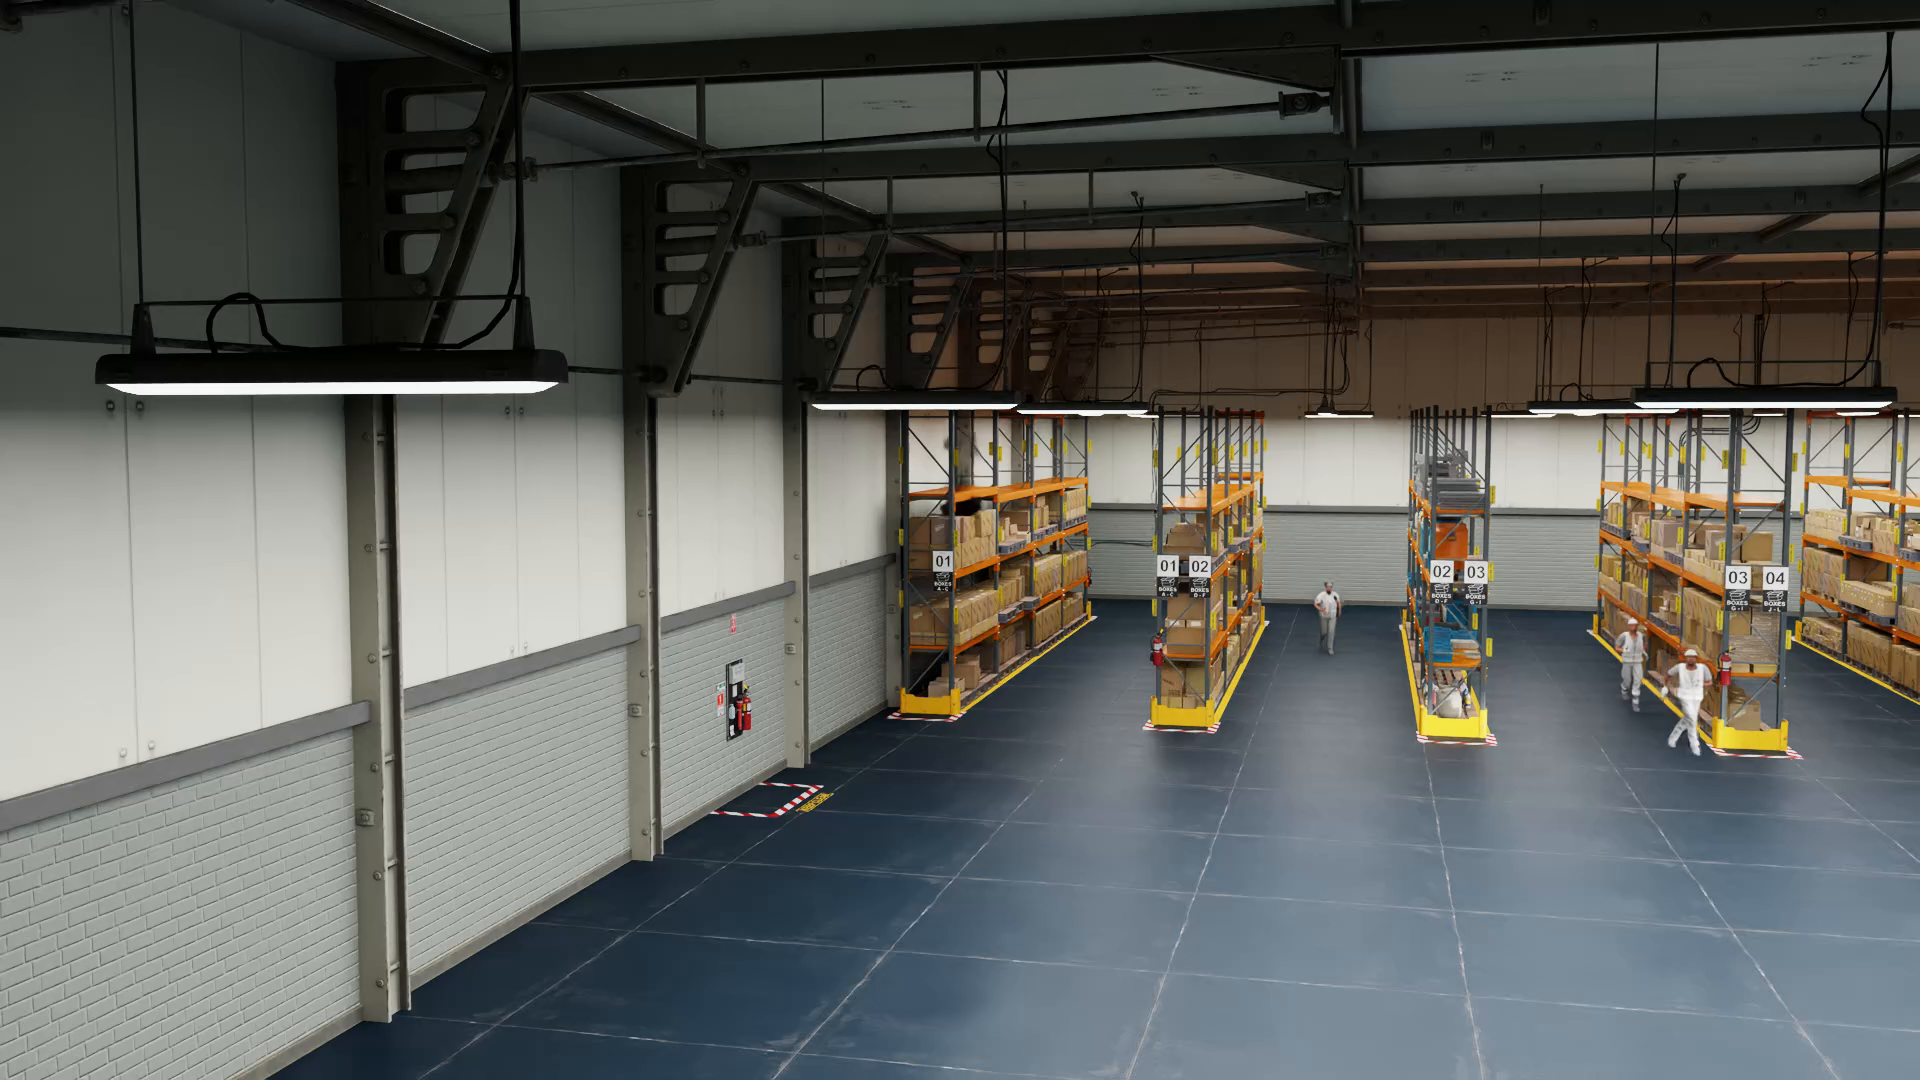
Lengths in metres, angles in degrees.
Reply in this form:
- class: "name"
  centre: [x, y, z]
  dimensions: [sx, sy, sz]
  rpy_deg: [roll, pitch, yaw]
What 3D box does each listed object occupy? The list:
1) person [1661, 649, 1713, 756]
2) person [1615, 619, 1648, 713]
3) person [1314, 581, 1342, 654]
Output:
- class: "person"
  centre: [12.597, 2.780, 28.755]
  dimensions: [0.723, 1.802, 0.779]
  rpy_deg: [0, 4, -2]
- class: "person"
  centre: [13.351, 2.457, 33.051]
  dimensions: [0.655, 1.811, 0.991]
  rpy_deg: [1, 4, 10]
- class: "person"
  centre: [9.115, 1.894, 41.165]
  dimensions: [0.688, 1.787, 0.817]
  rpy_deg: [0, 4, 1]
